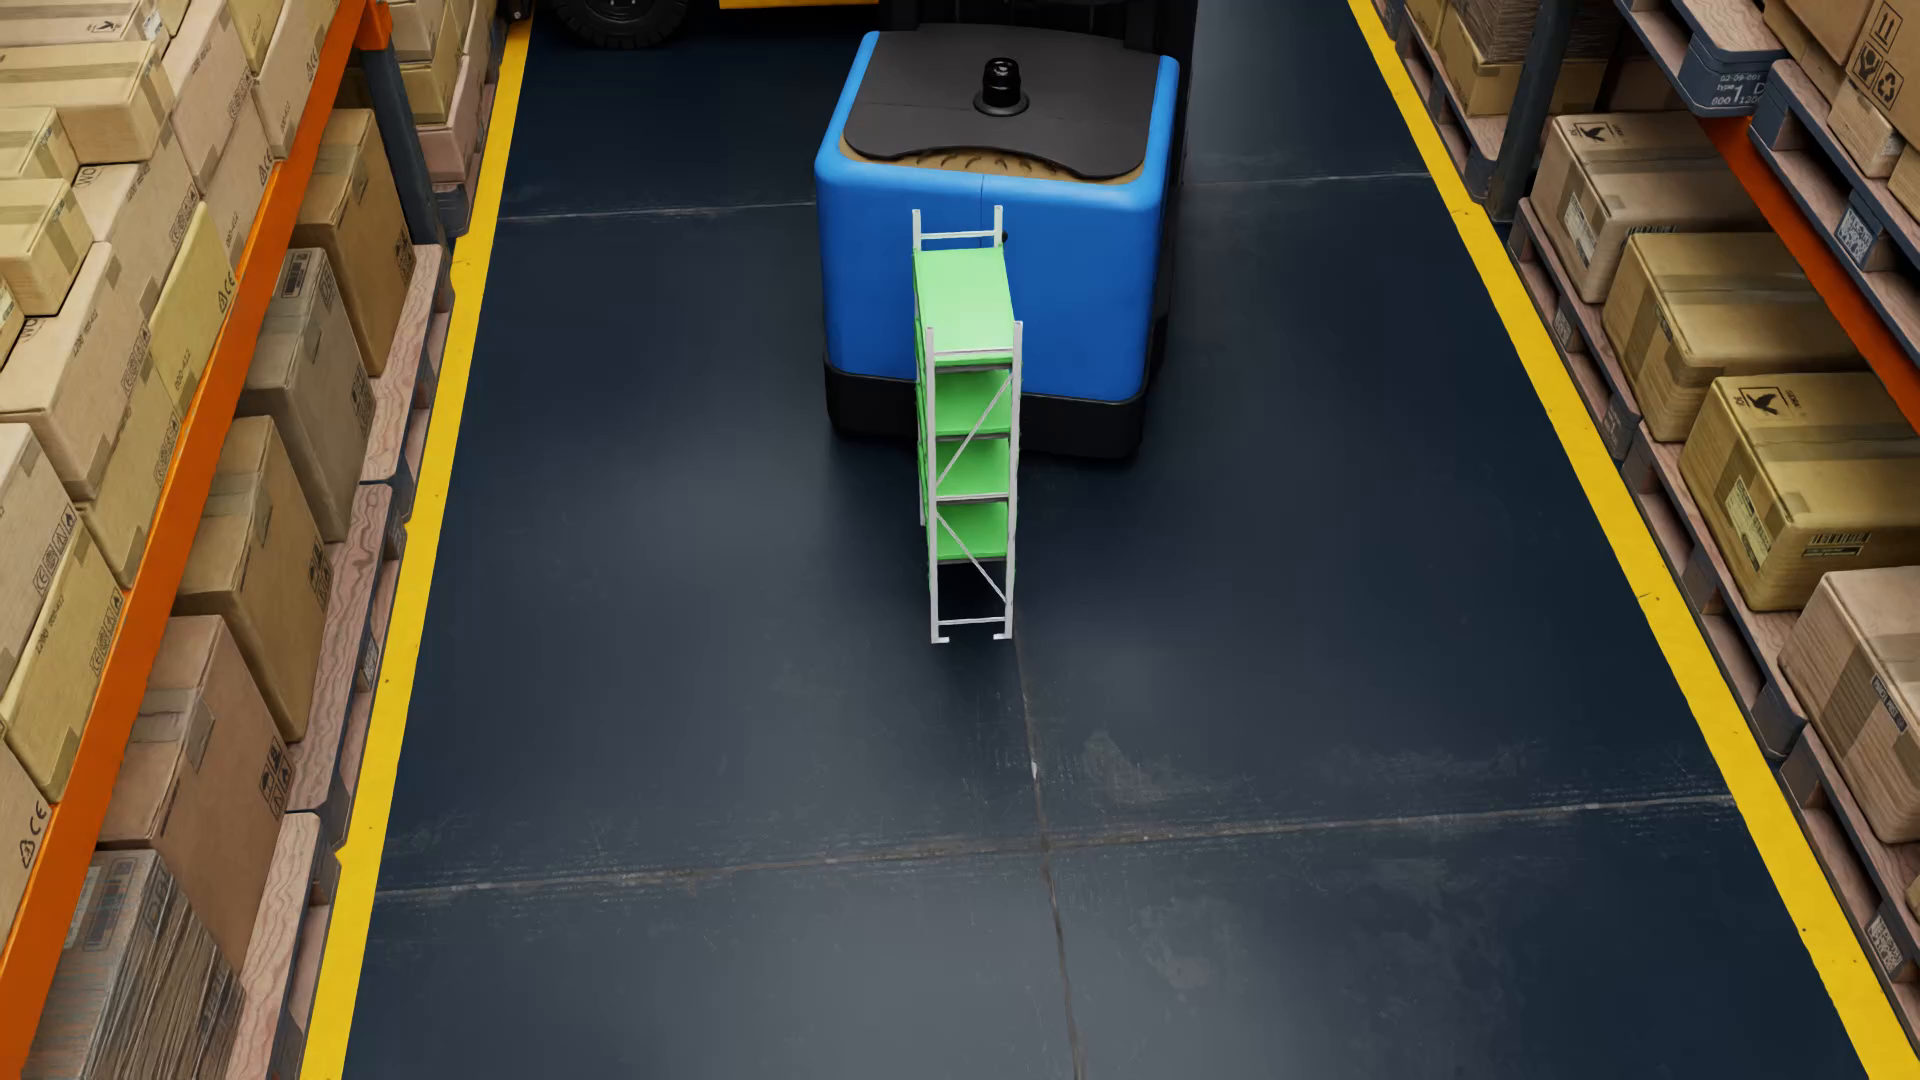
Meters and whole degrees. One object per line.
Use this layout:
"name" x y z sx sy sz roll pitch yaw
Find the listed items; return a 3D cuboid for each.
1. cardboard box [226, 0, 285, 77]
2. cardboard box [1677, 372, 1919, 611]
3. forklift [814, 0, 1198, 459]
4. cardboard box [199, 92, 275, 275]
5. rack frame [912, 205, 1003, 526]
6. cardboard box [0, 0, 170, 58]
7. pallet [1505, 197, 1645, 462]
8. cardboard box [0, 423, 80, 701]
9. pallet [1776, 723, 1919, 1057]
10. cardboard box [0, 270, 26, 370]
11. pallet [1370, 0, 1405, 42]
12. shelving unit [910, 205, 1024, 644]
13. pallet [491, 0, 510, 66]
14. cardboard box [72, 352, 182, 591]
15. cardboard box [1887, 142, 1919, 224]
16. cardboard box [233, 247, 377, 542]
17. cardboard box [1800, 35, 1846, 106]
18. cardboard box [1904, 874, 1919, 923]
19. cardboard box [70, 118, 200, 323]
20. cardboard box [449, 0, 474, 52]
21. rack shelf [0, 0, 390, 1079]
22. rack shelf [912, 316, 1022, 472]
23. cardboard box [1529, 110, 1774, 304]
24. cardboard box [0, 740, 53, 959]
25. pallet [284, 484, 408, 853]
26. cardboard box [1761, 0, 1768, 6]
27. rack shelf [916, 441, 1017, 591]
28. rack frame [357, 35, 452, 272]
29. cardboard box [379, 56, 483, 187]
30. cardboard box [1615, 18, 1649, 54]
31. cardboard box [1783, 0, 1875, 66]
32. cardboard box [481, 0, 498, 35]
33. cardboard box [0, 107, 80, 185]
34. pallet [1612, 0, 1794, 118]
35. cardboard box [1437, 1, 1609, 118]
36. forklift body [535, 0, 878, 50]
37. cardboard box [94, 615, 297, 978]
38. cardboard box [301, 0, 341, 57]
"cardboard box" -2.056 -1.422 4.290 0.500 0.250 0.500 -5 47 -4
"cardboard box" 2.714 -0.156 4.853 0.950 0.372 0.625 -2 47 -2
"forklift" 0.303 -2.356 5.462 1.130 2.935 3.031 7 47 6
"cardboard box" -2.040 -0.889 4.129 0.500 0.250 0.500 -3 47 -3
"rack frame" -0.007 -0.469 4.868 0.240 1.200 0.015 -3 47 -3
"cardboard box" -2.015 -1.114 3.724 0.380 0.149 0.250 -3 47 -3
"pallet" 2.611 -0.796 5.858 1.003 0.211 1.213 -3 47 -3
"cardboard box" -1.901 0.062 2.884 0.500 0.250 0.500 -2 47 -2
"pallet" 2.815 0.970 4.186 1.003 0.211 1.213 -3 47 -3
"cardboard box" -1.956 -0.371 3.020 0.380 0.149 0.250 -3 47 -3
"pallet" 2.348 -2.727 7.688 1.003 0.211 1.213 -3 47 -3
"shelving unit" 0.014 -0.293 4.701 0.258 1.200 0.503 -3 47 -3
"pallet" -2.532 -2.517 7.489 1.003 0.211 1.213 -3 47 -3
"cardboard box" -1.948 -0.140 3.420 0.500 0.250 0.500 -5 47 -5
"cardboard box" 2.409 -0.821 3.845 0.380 0.149 0.250 -5 47 -5
"cardboard box" -2.289 -0.402 4.912 0.875 0.625 0.625 -4 47 -4
"cardboard box" 2.386 -1.207 4.211 0.380 0.149 0.250 -3 47 -3
"cardboard box" 2.842 0.926 3.828 0.950 0.372 0.625 -6 47 -6
"cardboard box" -1.995 -0.686 3.592 0.500 0.250 0.500 -3 47 -3
"cardboard box" -2.179 -2.117 6.449 0.500 0.250 0.500 -4 47 -4
"rack shelf" -2.234 -0.319 3.982 1.077 0.370 4.000 -3 47 -3
"rack shelf" 0.014 -0.414 4.573 0.258 0.148 0.480 -3 47 -3
"cardboard box" 2.591 -1.179 5.822 0.950 0.372 0.625 -3 47 -3
"cardboard box" -1.860 0.596 2.723 0.500 0.250 0.500 -3 47 -3
"pallet" -2.196 0.361 4.763 1.003 0.211 1.213 -3 47 -3
"cardboard box" 2.388 -1.575 4.560 0.380 0.149 0.250 -1 47 -1
"rack shelf" 0.014 -0.084 4.922 0.258 0.148 0.480 -3 47 -3
"rack frame" -2.402 -2.013 5.091 1.000 3.000 0.127 -3 47 -3
"cardboard box" -2.112 -1.582 6.287 0.500 0.250 0.500 -3 47 -3
"cardboard box" 2.764 -2.218 6.373 0.500 0.500 0.500 -1 47 -1
"cardboard box" 2.368 -1.521 4.062 0.500 0.500 0.500 -4 47 -4
"cardboard box" -2.229 -2.320 6.985 0.500 0.250 0.500 -3 47 -3
"cardboard box" -2.037 -0.741 3.370 0.380 0.149 0.250 -3 47 -3
"pallet" 2.463 -1.690 4.917 1.003 0.211 1.213 -3 47 -3
"cardboard box" 2.227 -1.928 6.615 0.500 0.250 0.500 -2 47 -1
"forklift body" -0.760 -3.354 6.946 2.313 2.155 1.214 -3 47 -3
"cardboard box" -2.168 0.628 3.935 0.875 0.625 0.625 -2 47 -2
"cardboard box" -2.099 -1.613 4.815 0.500 0.250 0.500 -3 47 -2
